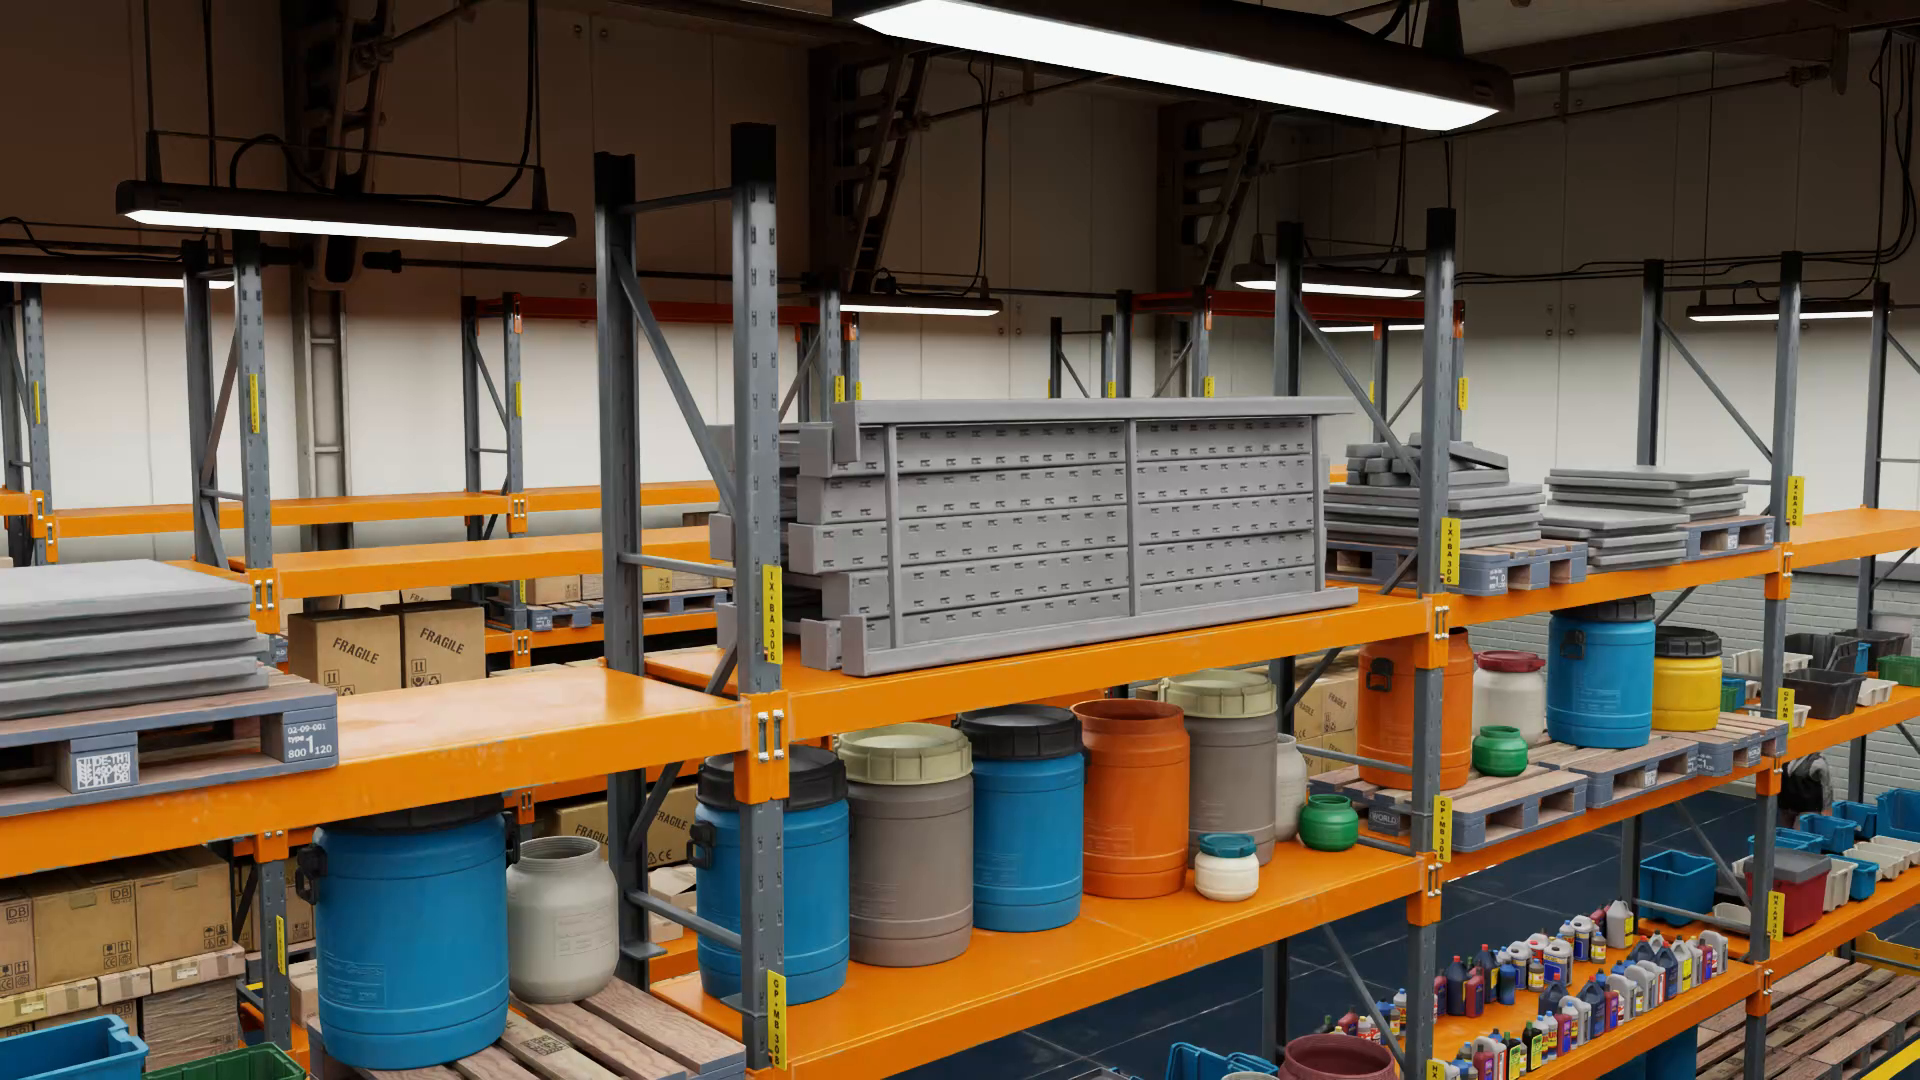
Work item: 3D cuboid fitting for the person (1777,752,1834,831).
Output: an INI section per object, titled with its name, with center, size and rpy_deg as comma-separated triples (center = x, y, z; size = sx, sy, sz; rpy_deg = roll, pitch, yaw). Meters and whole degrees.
[person]
center = 8.467, 2.724, 16.846
size = 1.069, 1.661, 0.620
rpy_deg = -4, 7, -38
